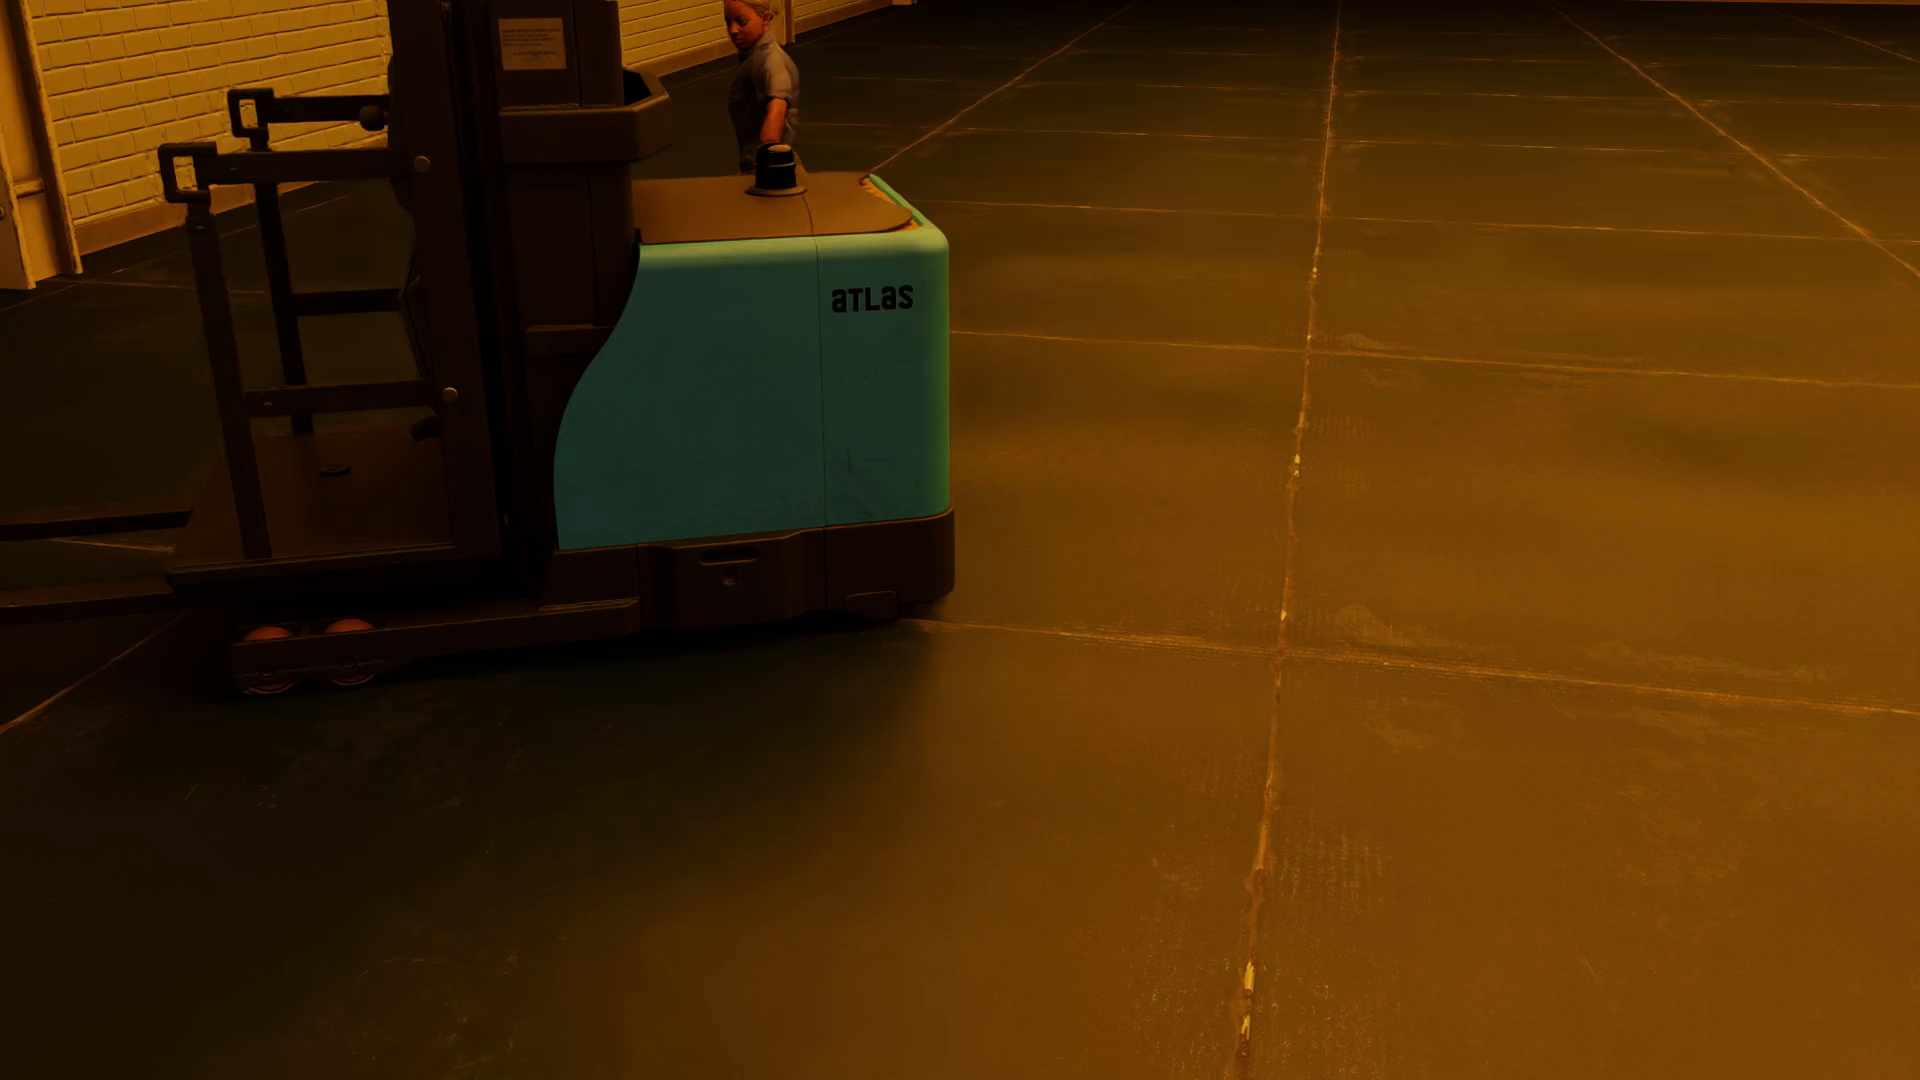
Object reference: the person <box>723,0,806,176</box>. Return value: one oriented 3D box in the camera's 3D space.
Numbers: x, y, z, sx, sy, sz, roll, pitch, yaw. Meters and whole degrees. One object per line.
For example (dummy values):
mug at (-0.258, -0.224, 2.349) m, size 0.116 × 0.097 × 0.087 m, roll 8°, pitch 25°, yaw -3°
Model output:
person at (-0.820, -1.377, 6.524) m, size 0.509 × 1.553 × 0.799 m, roll 7°, pitch 23°, yaw 16°

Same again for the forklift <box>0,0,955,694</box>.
forklift at (-1.589, -1.188, 4.181) m, size 3.031 × 2.935 × 1.130 m, roll -5°, pitch 23°, yaw -13°
